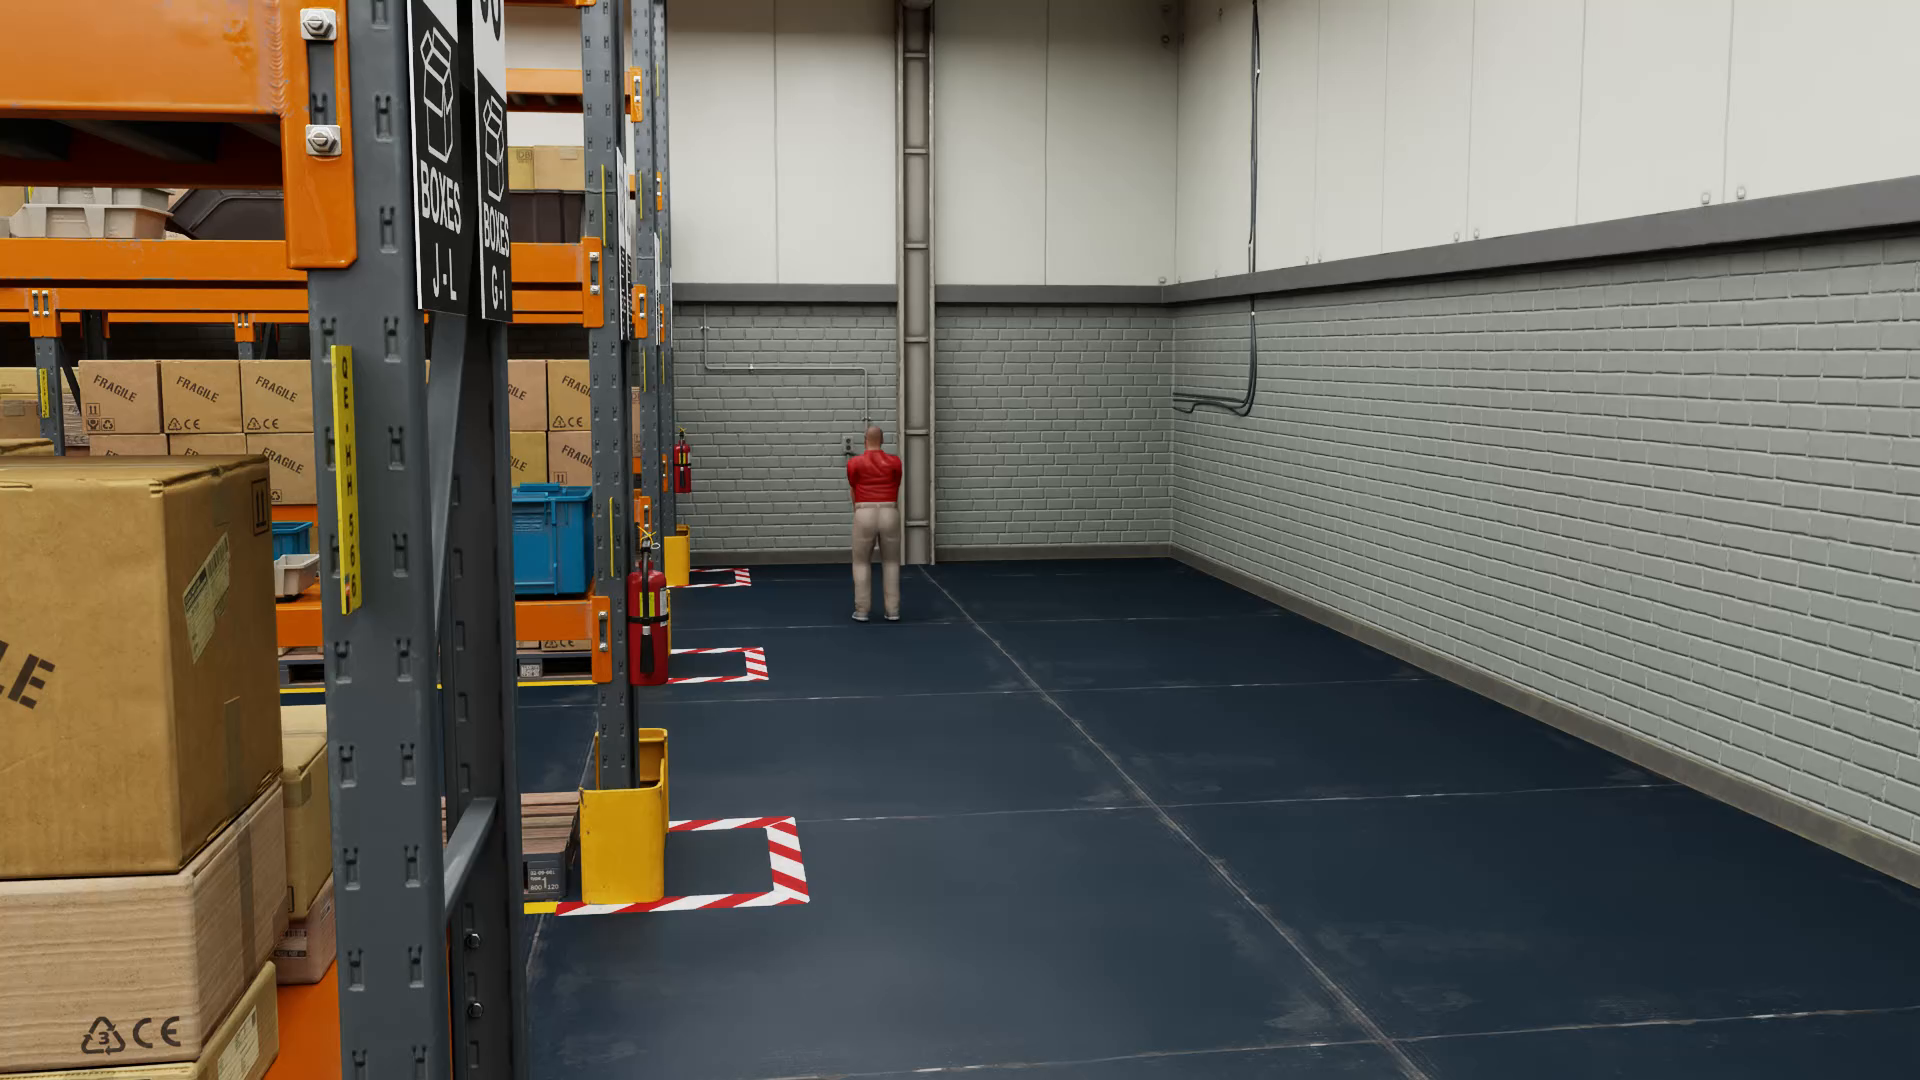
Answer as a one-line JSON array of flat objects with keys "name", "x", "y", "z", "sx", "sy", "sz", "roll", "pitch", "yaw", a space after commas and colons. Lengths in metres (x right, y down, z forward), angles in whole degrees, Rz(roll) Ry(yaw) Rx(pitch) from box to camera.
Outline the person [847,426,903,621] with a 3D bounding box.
[{"name": "person", "x": -0.763, "y": -0.155, "z": 14.707, "sx": 0.490, "sy": 1.722, "sz": 0.540, "roll": -1, "pitch": 7, "yaw": -8}]
